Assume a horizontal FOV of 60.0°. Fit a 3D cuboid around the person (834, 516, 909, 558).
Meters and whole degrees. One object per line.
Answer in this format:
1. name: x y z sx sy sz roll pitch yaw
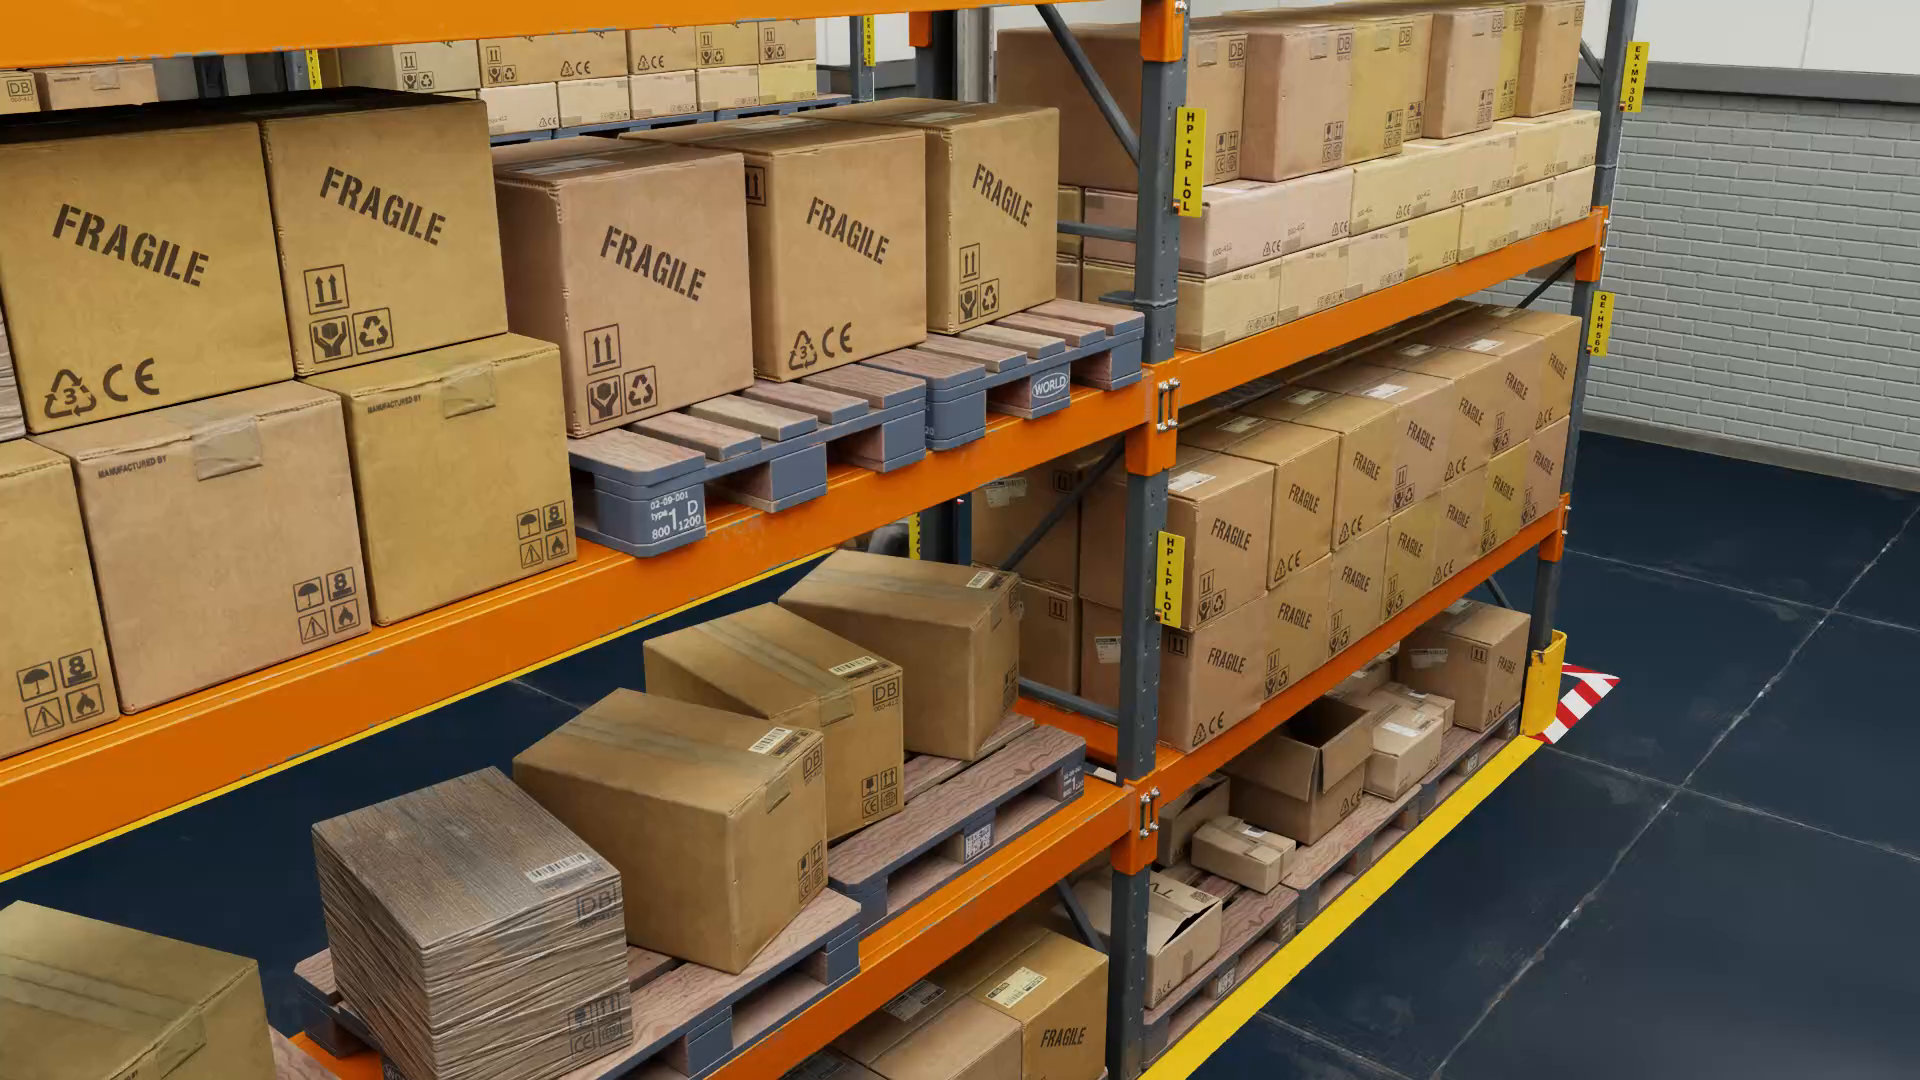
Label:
1. person: -0.517 -0.065 10.227 0.780 1.278 0.386 15 25 35
